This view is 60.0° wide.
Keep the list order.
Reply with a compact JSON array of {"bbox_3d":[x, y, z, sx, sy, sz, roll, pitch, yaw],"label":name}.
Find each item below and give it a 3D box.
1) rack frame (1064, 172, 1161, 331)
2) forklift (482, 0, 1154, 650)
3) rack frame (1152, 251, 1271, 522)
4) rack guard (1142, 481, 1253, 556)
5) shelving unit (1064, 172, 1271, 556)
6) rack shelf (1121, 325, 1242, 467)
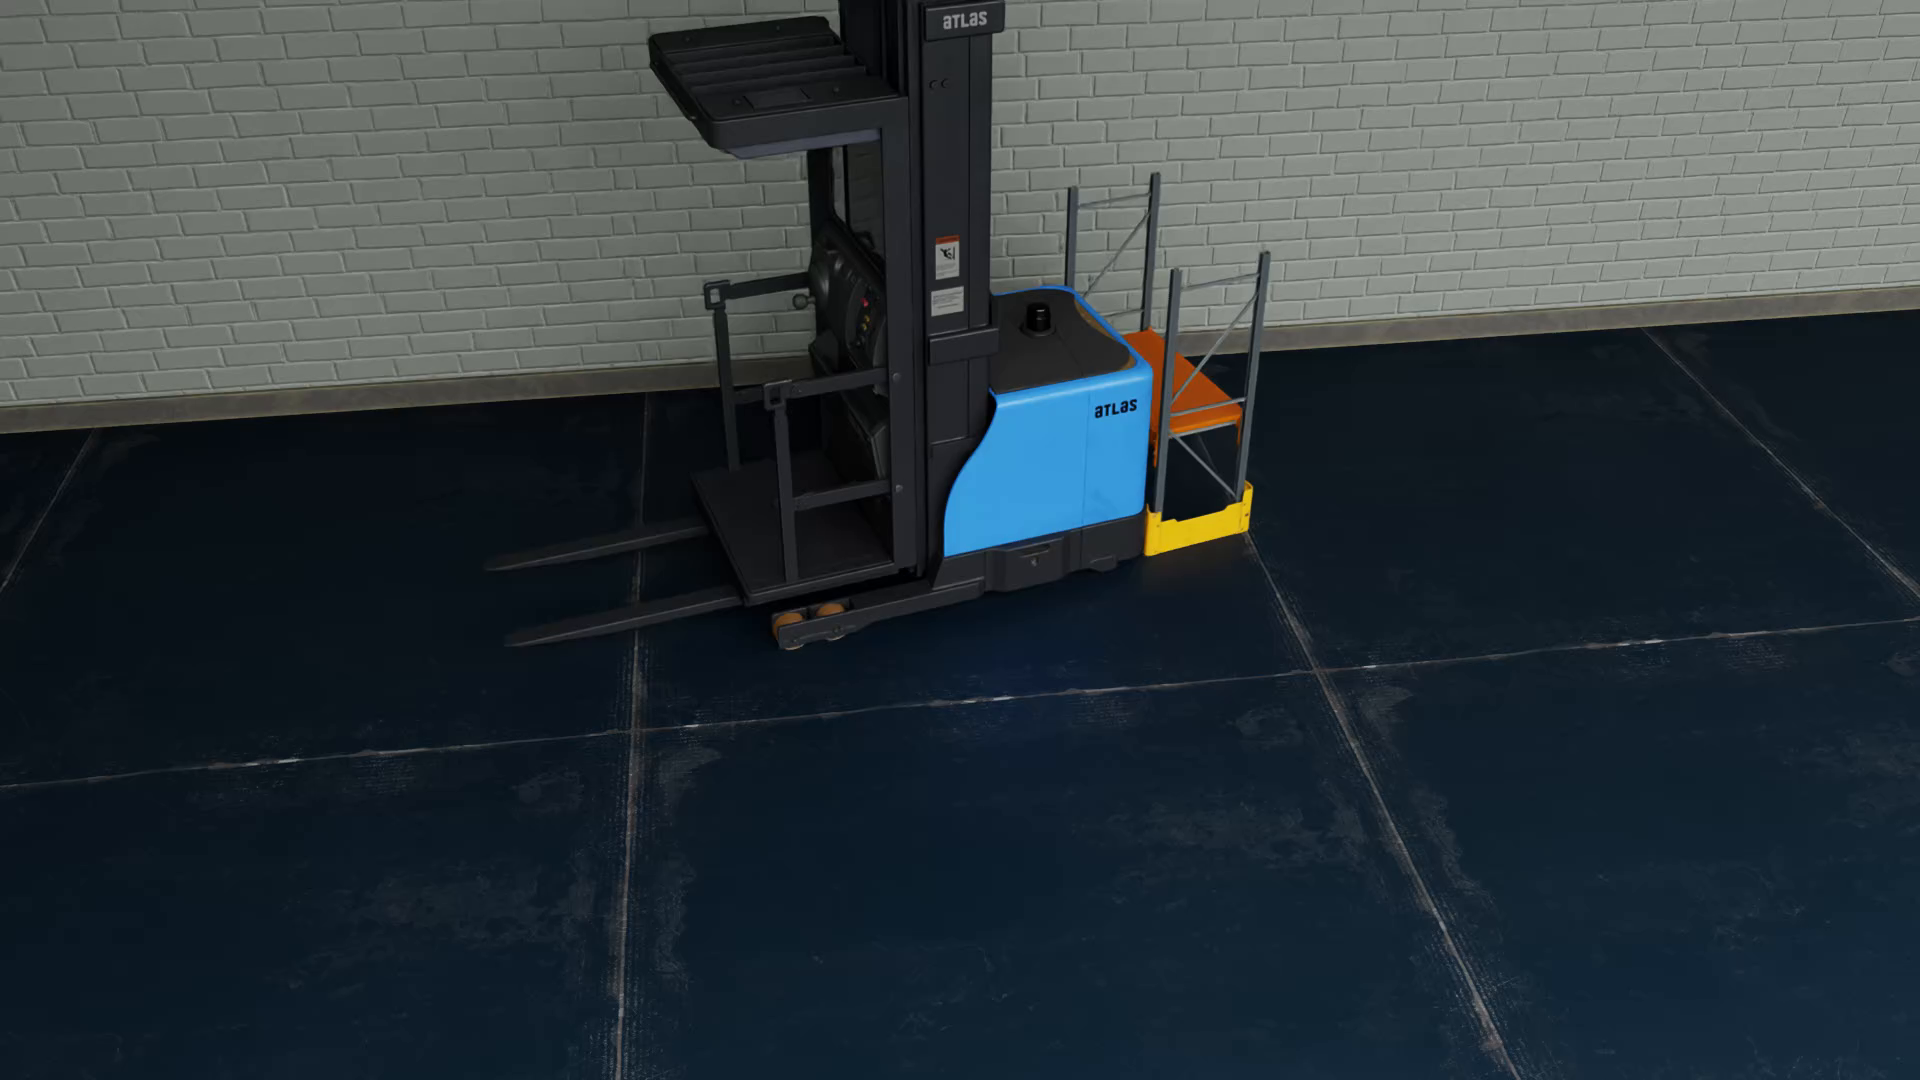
[{"bbox_3d":[0.762,-1.149,8.604,0.500,1.500,0.032,-14,37,-19],"label":"rack frame"},{"bbox_3d":[-0.679,-1.052,7.191,3.031,2.935,1.130,-12,36,-17],"label":"forklift"},{"bbox_3d":[1.165,-0.623,7.833,0.500,1.500,0.032,-14,37,-19],"label":"rack frame"},{"bbox_3d":[1.164,-0.108,8.186,0.587,0.250,0.087,-14,37,-19],"label":"rack guard"},{"bbox_3d":[0.967,-0.882,8.212,0.587,1.500,1.083,-14,37,-19],"label":"shelving unit"},{"bbox_3d":[0.964,-0.738,8.320,0.538,0.185,1.000,-14,37,-19],"label":"rack shelf"}]
